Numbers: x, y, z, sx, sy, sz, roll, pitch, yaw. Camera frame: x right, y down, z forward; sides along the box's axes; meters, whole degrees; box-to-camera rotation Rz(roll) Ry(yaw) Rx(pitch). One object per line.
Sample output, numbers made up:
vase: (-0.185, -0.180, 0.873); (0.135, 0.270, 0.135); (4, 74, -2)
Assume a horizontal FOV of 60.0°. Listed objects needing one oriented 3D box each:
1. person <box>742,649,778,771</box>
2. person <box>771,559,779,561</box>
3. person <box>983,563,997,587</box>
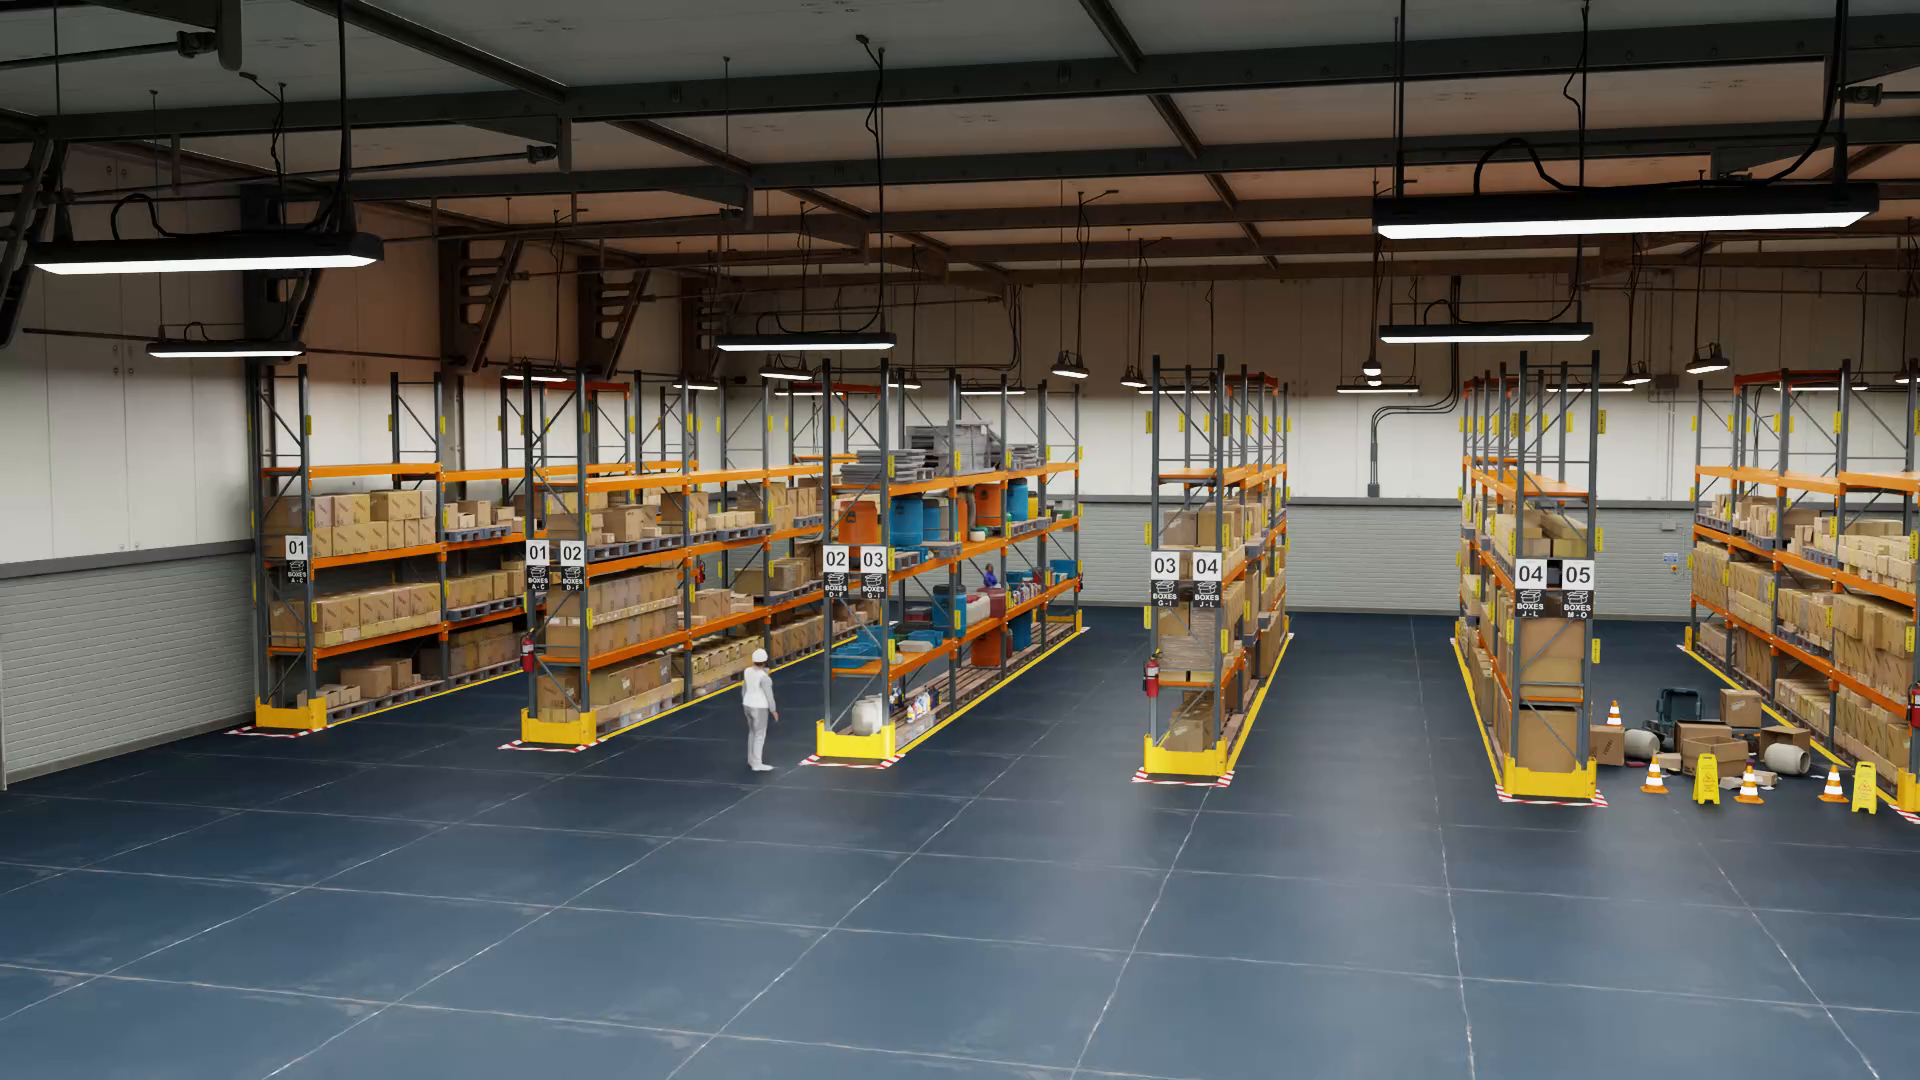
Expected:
person: (-2.954, 2.469, 24.276); (0.475, 1.802, 0.693); (-3, 5, -38)
person: (-4.604, 1.312, 41.843); (0.614, 1.721, 0.744); (2, 4, 22)
person: (0.775, 1.399, 40.407); (0.498, 1.666, 0.471); (2, 5, 30)
